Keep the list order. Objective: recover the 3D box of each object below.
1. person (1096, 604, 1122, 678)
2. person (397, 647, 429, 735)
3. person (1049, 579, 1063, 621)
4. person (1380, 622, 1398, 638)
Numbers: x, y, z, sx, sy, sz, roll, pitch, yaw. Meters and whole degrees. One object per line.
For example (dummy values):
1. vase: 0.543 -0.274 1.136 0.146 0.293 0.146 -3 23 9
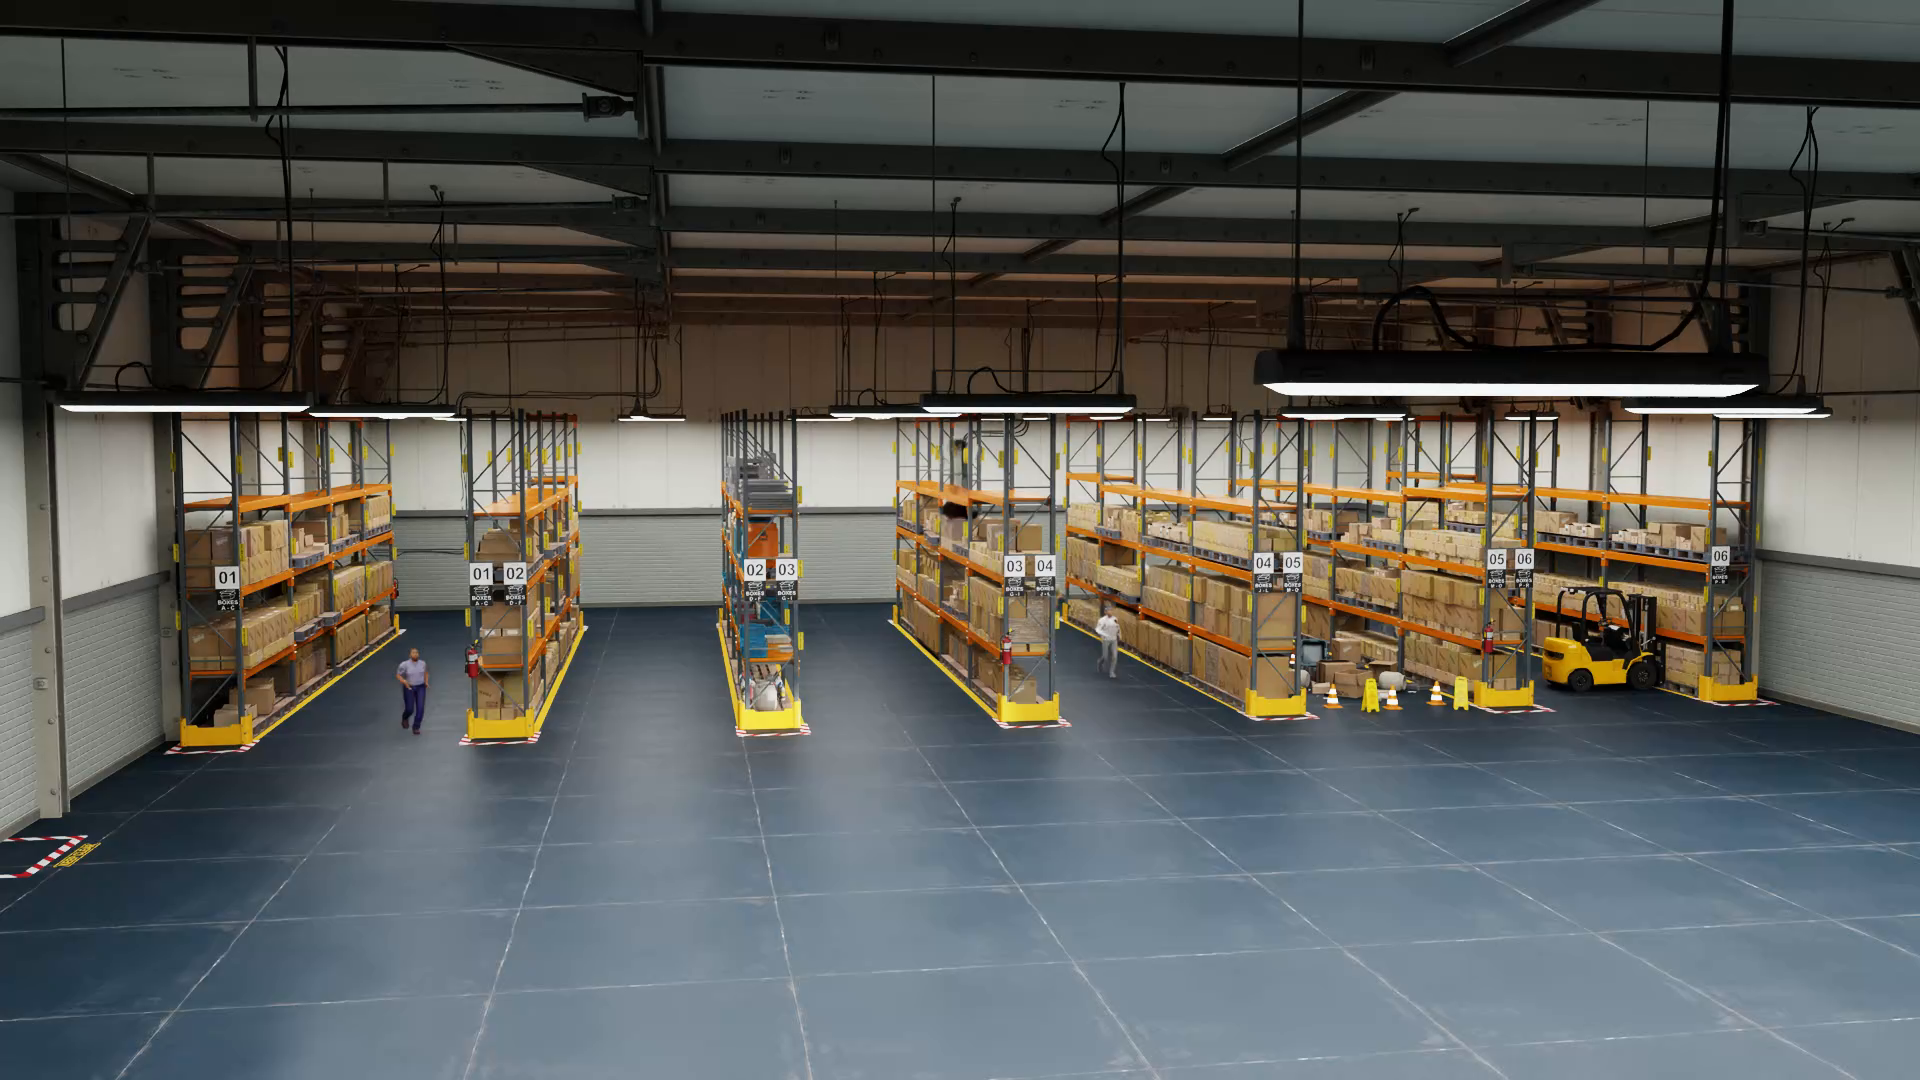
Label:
1. person: 3.381 2.265 37.669 0.625 1.654 0.723 -1 4 -17
2. person: -10.099 2.779 30.753 0.595 1.601 0.561 -3 5 -35
3. person: 2.487 1.784 44.709 0.554 1.652 0.632 0 4 -7
4. person: 11.363 1.816 43.944 0.559 1.727 0.860 -1 4 -17
